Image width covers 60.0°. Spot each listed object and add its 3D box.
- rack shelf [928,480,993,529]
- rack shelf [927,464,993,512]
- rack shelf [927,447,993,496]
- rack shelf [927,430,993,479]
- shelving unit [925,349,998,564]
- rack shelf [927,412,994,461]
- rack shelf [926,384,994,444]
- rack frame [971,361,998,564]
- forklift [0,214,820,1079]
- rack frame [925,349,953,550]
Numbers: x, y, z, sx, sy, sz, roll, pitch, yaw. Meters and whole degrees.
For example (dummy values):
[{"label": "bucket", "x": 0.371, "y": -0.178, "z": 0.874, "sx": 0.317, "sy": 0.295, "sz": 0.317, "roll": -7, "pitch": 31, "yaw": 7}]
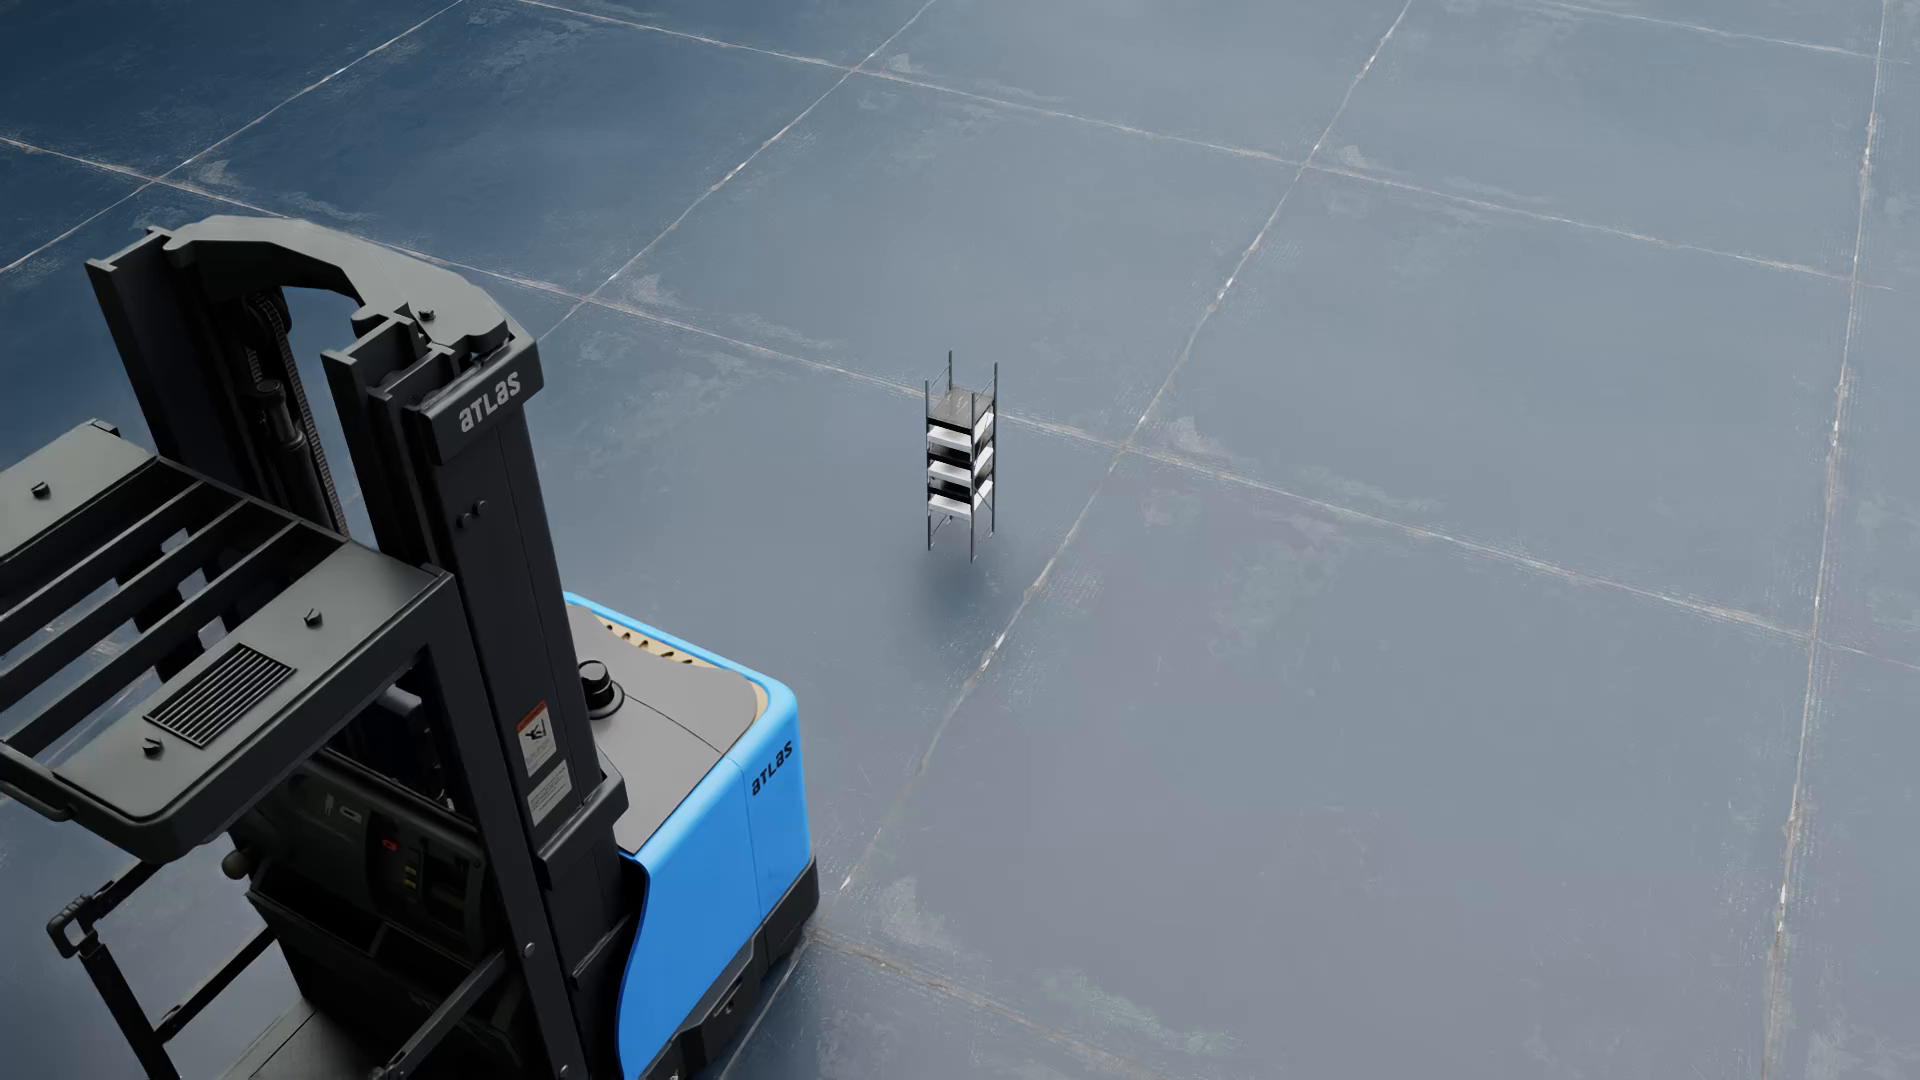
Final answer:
[{"label": "rack shelf", "x": 0.007, "y": -0.177, "z": 7.092, "sx": 0.200, "sy": 0.077, "sz": 0.258, "roll": 17, "pitch": 44, "yaw": 19}, {"label": "rack shelf", "x": 0.007, "y": -0.245, "z": 7.033, "sx": 0.200, "sy": 0.077, "sz": 0.258, "roll": 17, "pitch": 44, "yaw": 19}, {"label": "rack shelf", "x": 0.007, "y": -0.313, "z": 6.974, "sx": 0.200, "sy": 0.077, "sz": 0.258, "roll": 17, "pitch": 44, "yaw": 19}, {"label": "rack shelf", "x": 0.007, "y": -0.381, "z": 6.916, "sx": 0.200, "sy": 0.077, "sz": 0.258, "roll": 17, "pitch": 44, "yaw": 19}, {"label": "shelving unit", "x": 0.007, "y": -0.338, "z": 6.953, "sx": 0.210, "sy": 0.900, "sz": 0.258, "roll": 17, "pitch": 44, "yaw": 19}, {"label": "rack shelf", "x": 0.007, "y": -0.449, "z": 6.857, "sx": 0.200, "sy": 0.077, "sz": 0.258, "roll": 17, "pitch": 44, "yaw": 19}, {"label": "rack shelf", "x": 0.007, "y": -0.517, "z": 6.798, "sx": 0.200, "sy": 0.077, "sz": 0.258, "roll": 17, "pitch": 44, "yaw": 19}, {"label": "rack frame", "x": 0.099, "y": -0.310, "z": 6.920, "sx": 0.006, "sy": 0.900, "sz": 0.240, "roll": 17, "pitch": 44, "yaw": 19}, {"label": "forklift", "x": -1.648, "y": 0.844, "z": 4.038, "sx": 1.130, "sy": 2.935, "sz": 3.031, "roll": 20, "pitch": 45, "yaw": 22}, {"label": "rack frame", "x": -0.085, "y": -0.366, "z": 6.985, "sx": 0.006, "sy": 0.900, "sz": 0.240, "roll": 17, "pitch": 44, "yaw": 19}]
